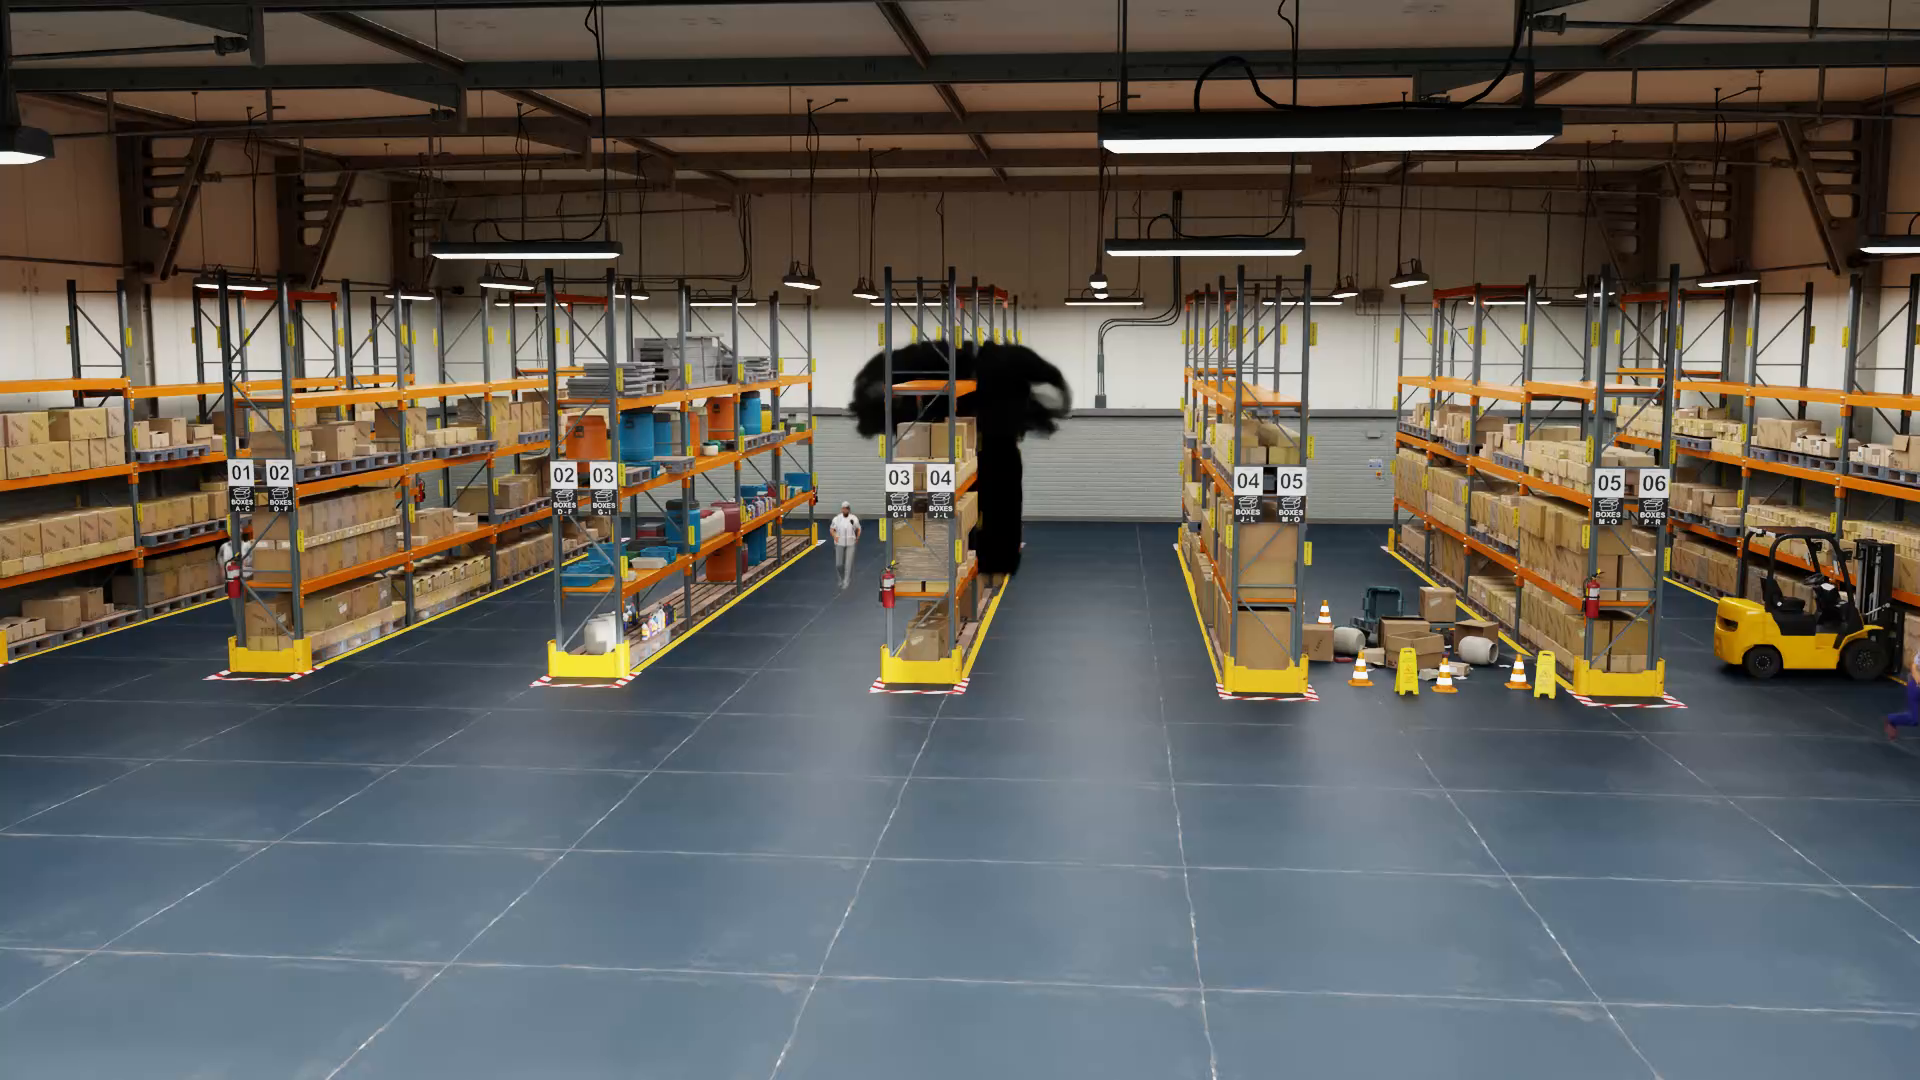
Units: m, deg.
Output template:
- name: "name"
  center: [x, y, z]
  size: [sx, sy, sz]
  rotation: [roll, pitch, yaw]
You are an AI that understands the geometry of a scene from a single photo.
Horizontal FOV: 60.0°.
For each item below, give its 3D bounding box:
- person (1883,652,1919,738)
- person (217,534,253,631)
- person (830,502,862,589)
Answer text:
- name: "person"
  center: [11.589, 1.830, 20.035]
  size: [0.615, 1.595, 0.894]
  rotation: [-3, 7, -22]
- name: "person"
  center: [-12.483, 0.632, 28.739]
  size: [0.668, 1.773, 0.868]
  rotation: [-2, 7, -13]
- name: "person"
  center: [-2.154, 0.097, 31.424]
  size: [0.595, 1.643, 0.513]
  rotation: [0, 7, -4]
